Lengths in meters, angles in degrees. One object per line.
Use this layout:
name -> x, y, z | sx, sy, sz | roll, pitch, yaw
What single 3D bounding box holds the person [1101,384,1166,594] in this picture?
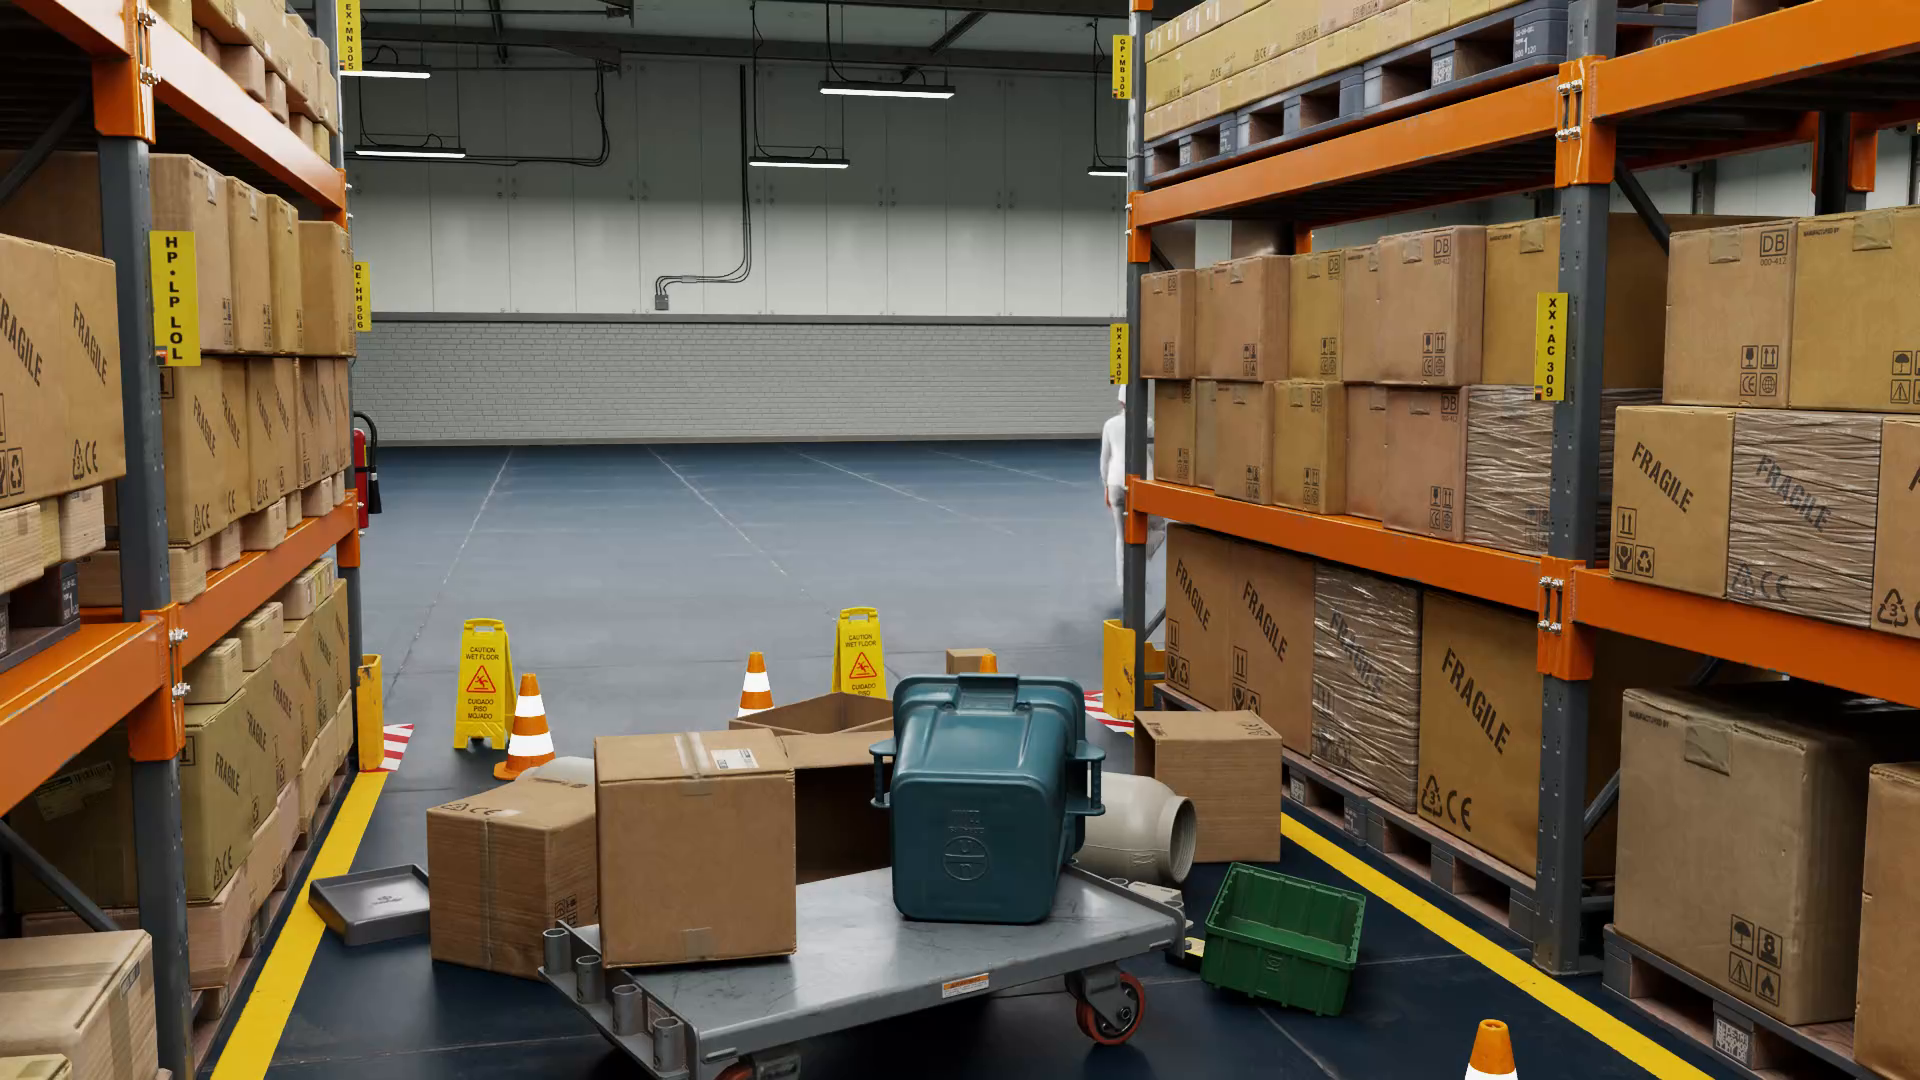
person -> 1.427, -0.432, 13.619 | 0.559, 1.764, 0.498 | 3, 7, 28
